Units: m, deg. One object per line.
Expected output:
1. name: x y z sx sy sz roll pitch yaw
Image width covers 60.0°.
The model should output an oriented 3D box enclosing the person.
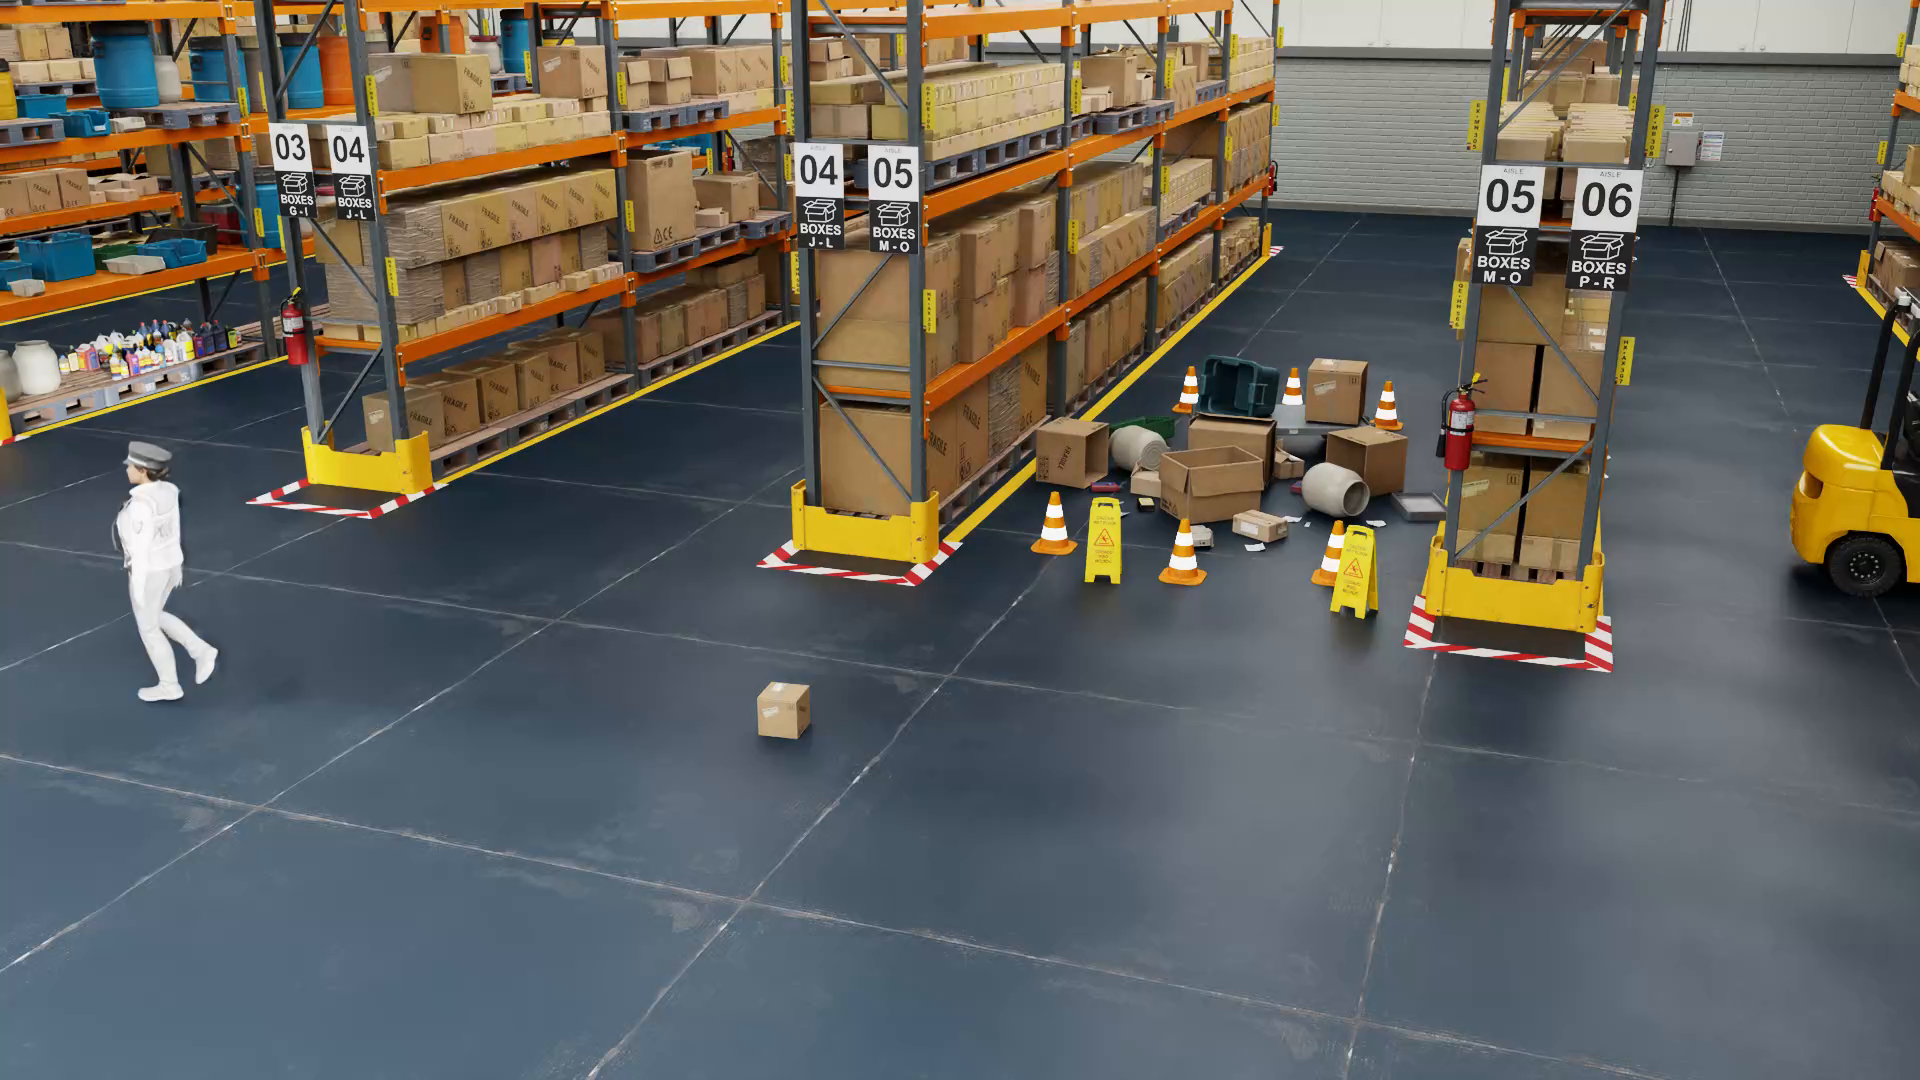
1. person: -4.997 0.198 10.370 0.476 1.681 0.492 1 19 3
